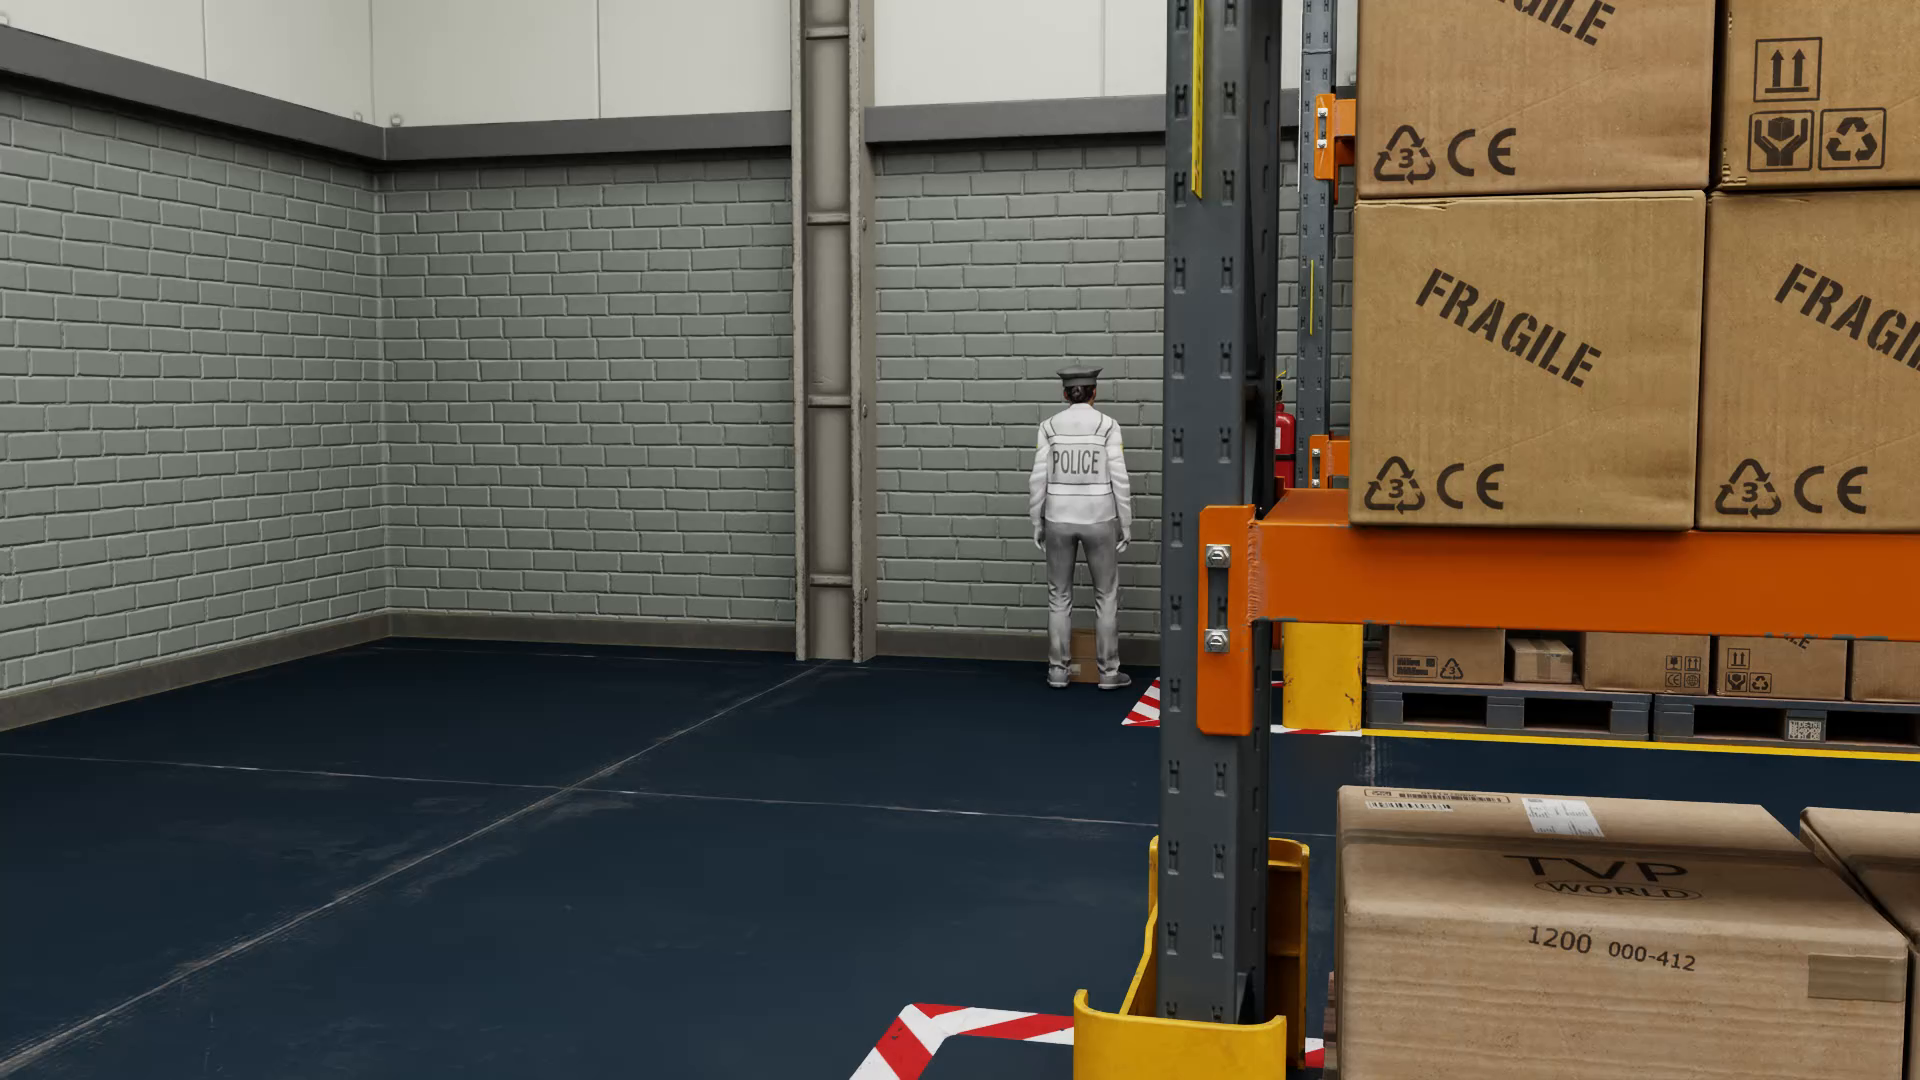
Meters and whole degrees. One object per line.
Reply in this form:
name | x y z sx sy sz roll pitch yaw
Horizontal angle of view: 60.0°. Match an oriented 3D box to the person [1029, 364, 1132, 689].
person | 0.621 -0.067 8.537 0.526 1.663 0.376 1 5 13
